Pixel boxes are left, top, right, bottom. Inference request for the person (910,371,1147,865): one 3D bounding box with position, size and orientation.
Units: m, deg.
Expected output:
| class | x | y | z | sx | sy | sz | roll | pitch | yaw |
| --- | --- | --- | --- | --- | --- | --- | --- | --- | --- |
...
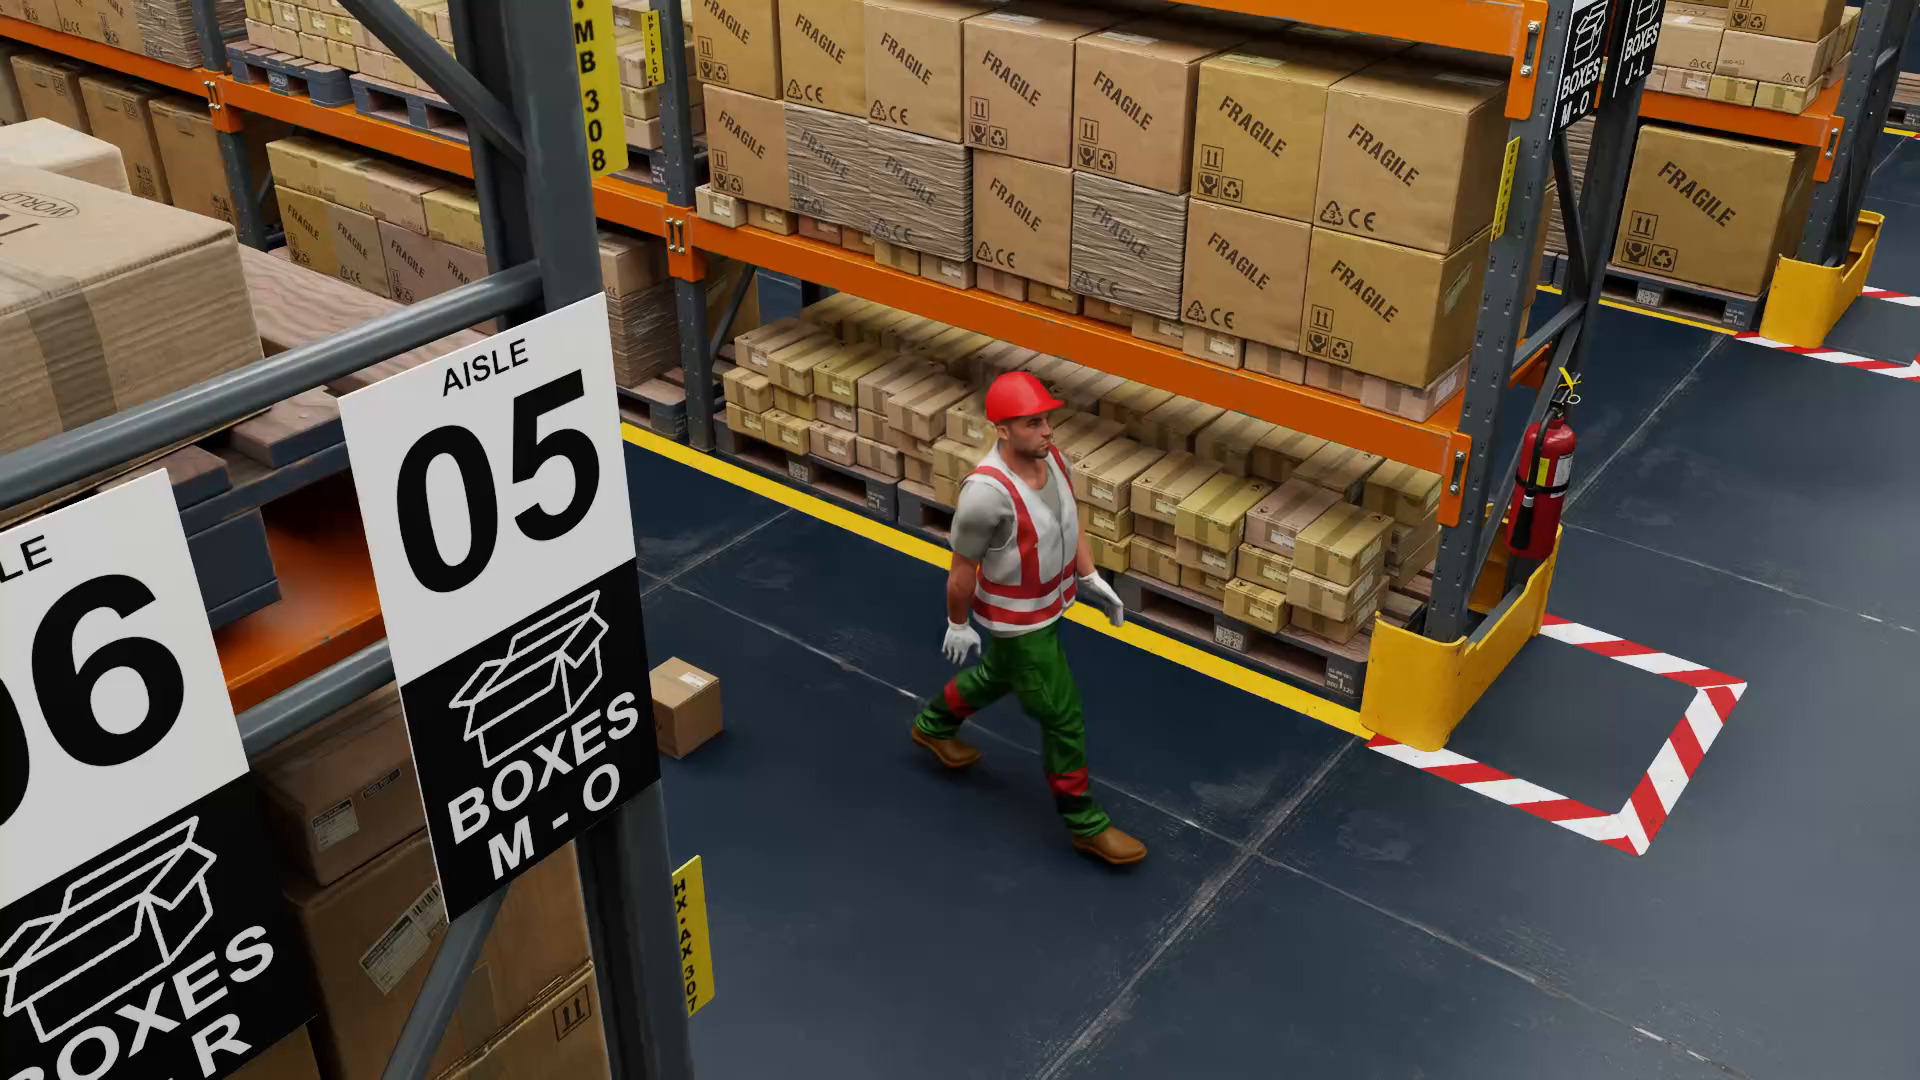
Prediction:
| class | x | y | z | sx | sy | sz | roll | pitch | yaw |
| --- | --- | --- | --- | --- | --- | --- | --- | --- | --- |
| person | 0.249 | 0.235 | 5.719 | 1.056 | 1.747 | 0.529 | 16 | 34 | 25 |
